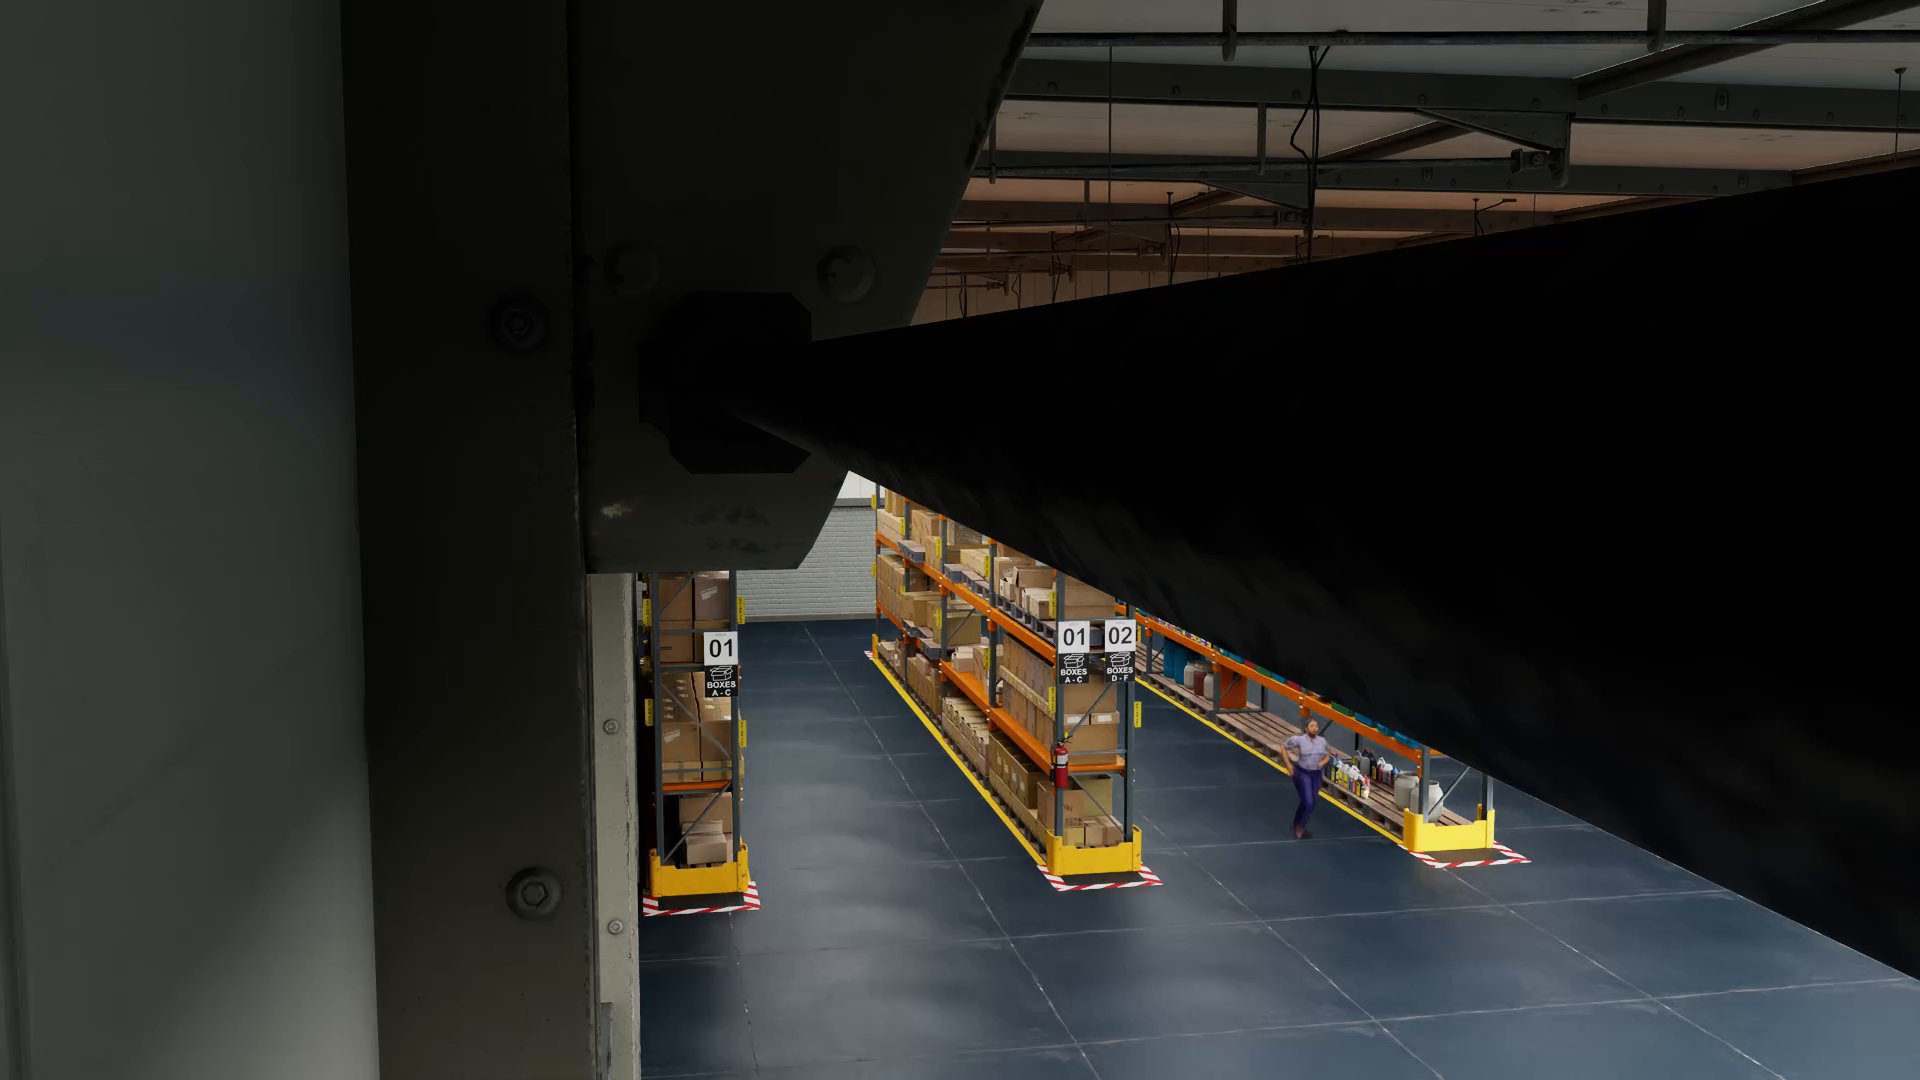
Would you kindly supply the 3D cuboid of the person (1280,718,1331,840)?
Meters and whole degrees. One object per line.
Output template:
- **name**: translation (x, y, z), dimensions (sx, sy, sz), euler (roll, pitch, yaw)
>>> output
- **person**: translation (4.719, 3.223, 22.507), dimensions (0.605, 1.627, 0.629), euler (-2, 6, -21)
